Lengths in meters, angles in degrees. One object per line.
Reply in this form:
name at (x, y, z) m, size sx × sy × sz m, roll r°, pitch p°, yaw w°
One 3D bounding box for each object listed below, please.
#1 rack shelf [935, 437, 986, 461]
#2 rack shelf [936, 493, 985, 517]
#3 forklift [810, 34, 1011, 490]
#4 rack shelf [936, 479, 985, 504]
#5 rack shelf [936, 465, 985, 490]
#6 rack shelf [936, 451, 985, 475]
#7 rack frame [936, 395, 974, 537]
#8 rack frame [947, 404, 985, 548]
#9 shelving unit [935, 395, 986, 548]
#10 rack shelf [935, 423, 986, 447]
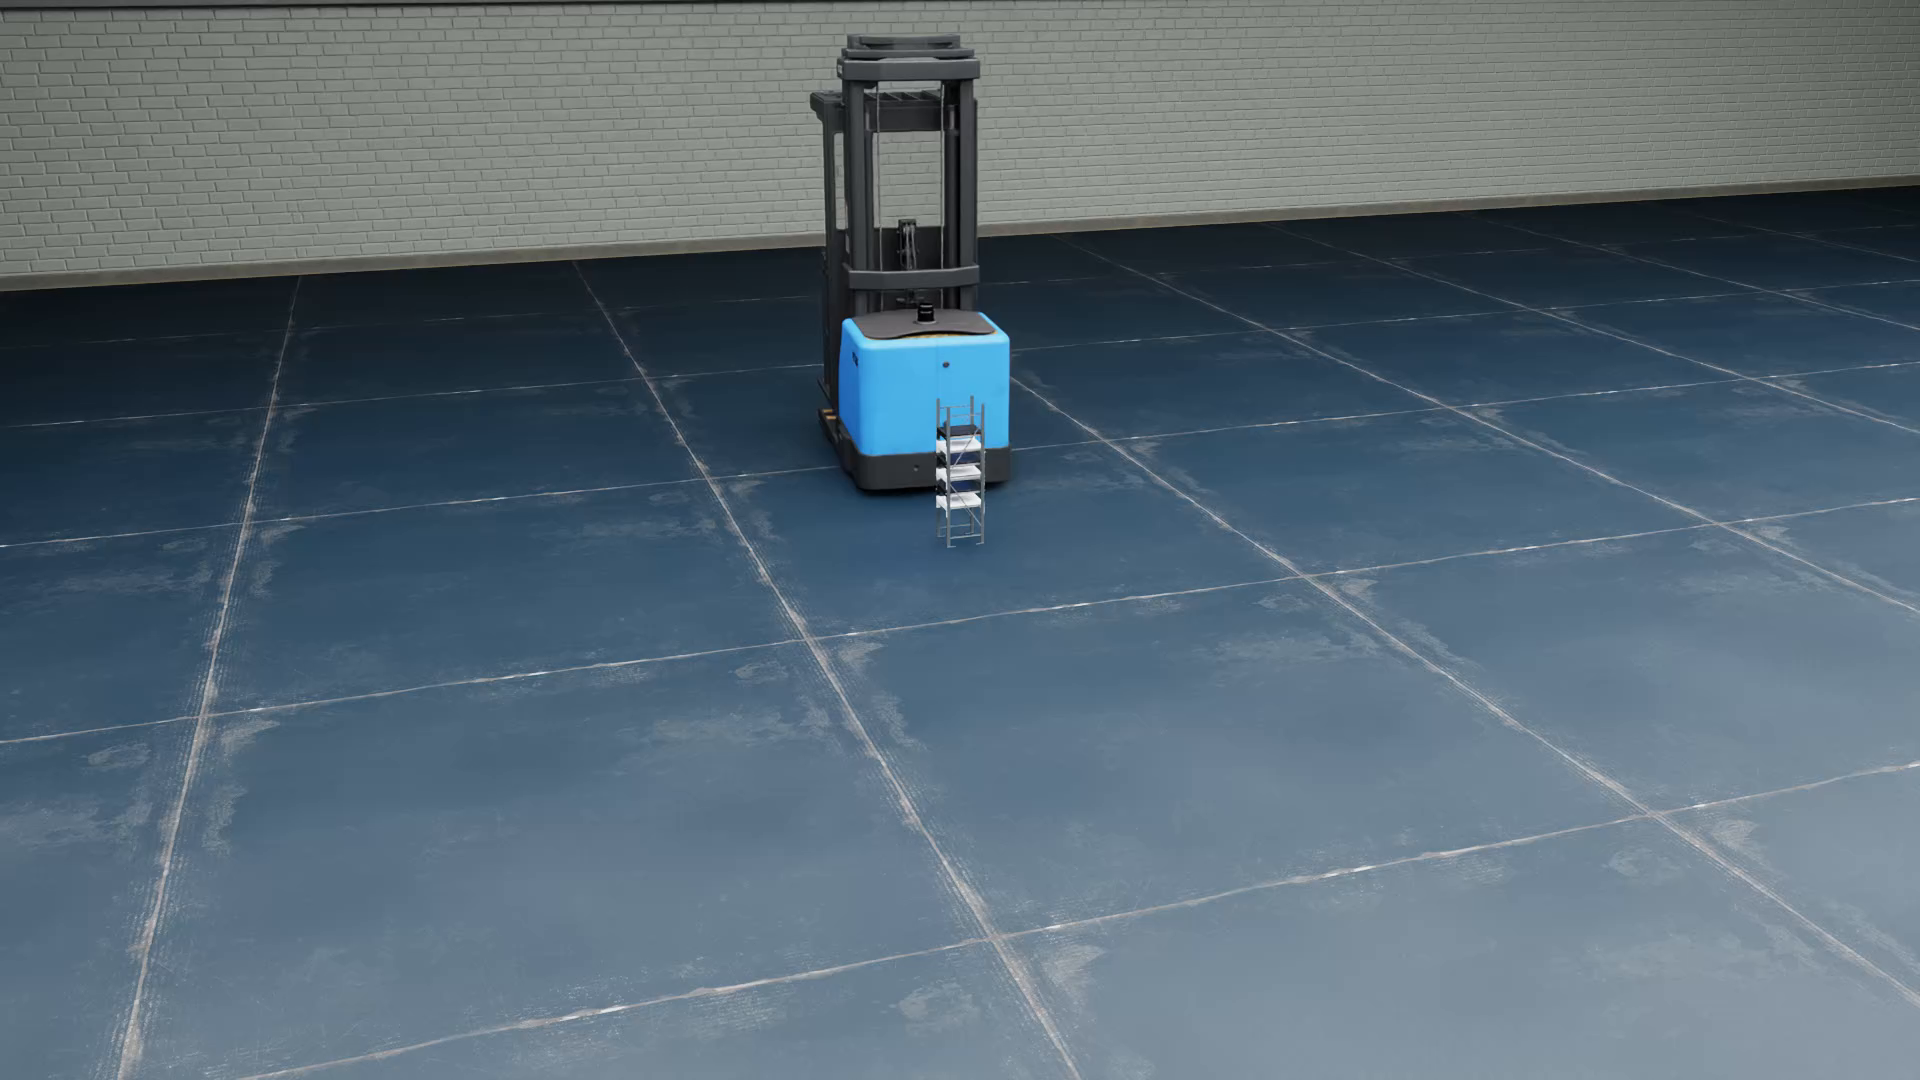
rack shelf at (0.003, -0.559, 10.208) m, size 0.258 × 0.077 × 0.200 m, roll -6°, pitch 21°, yaw -17°
rack shelf at (0.003, -0.220, 10.329) m, size 0.258 × 0.077 × 0.200 m, roll -6°, pitch 21°, yaw -17°
forklift at (-0.469, -2.177, 12.142) m, size 1.130 × 2.935 × 3.031 m, roll -4°, pitch 20°, yaw -12°
rack shelf at (0.003, -0.305, 10.299) m, size 0.258 × 0.077 × 0.200 m, roll -6°, pitch 21°, yaw -17°
rack shelf at (0.003, -0.390, 10.268) m, size 0.258 × 0.077 × 0.200 m, roll -6°, pitch 21°, yaw -17°
rack shelf at (0.003, -0.474, 10.238) m, size 0.258 × 0.077 × 0.200 m, roll -6°, pitch 21°, yaw -17°
rack frame at (-0.029, -0.454, 10.348) m, size 0.240 × 0.900 × 0.006 m, roll -6°, pitch 21°, yaw -17°
rack frame at (0.034, -0.388, 10.166) m, size 0.240 × 0.900 × 0.006 m, roll -6°, pitch 21°, yaw -17°
shelving unit at (0.003, -0.421, 10.257) m, size 0.258 × 0.900 × 0.210 m, roll -6°, pitch 21°, yaw -17°
rack shelf at (0.003, -0.644, 10.177) m, size 0.258 × 0.077 × 0.200 m, roll -6°, pitch 21°, yaw -17°
